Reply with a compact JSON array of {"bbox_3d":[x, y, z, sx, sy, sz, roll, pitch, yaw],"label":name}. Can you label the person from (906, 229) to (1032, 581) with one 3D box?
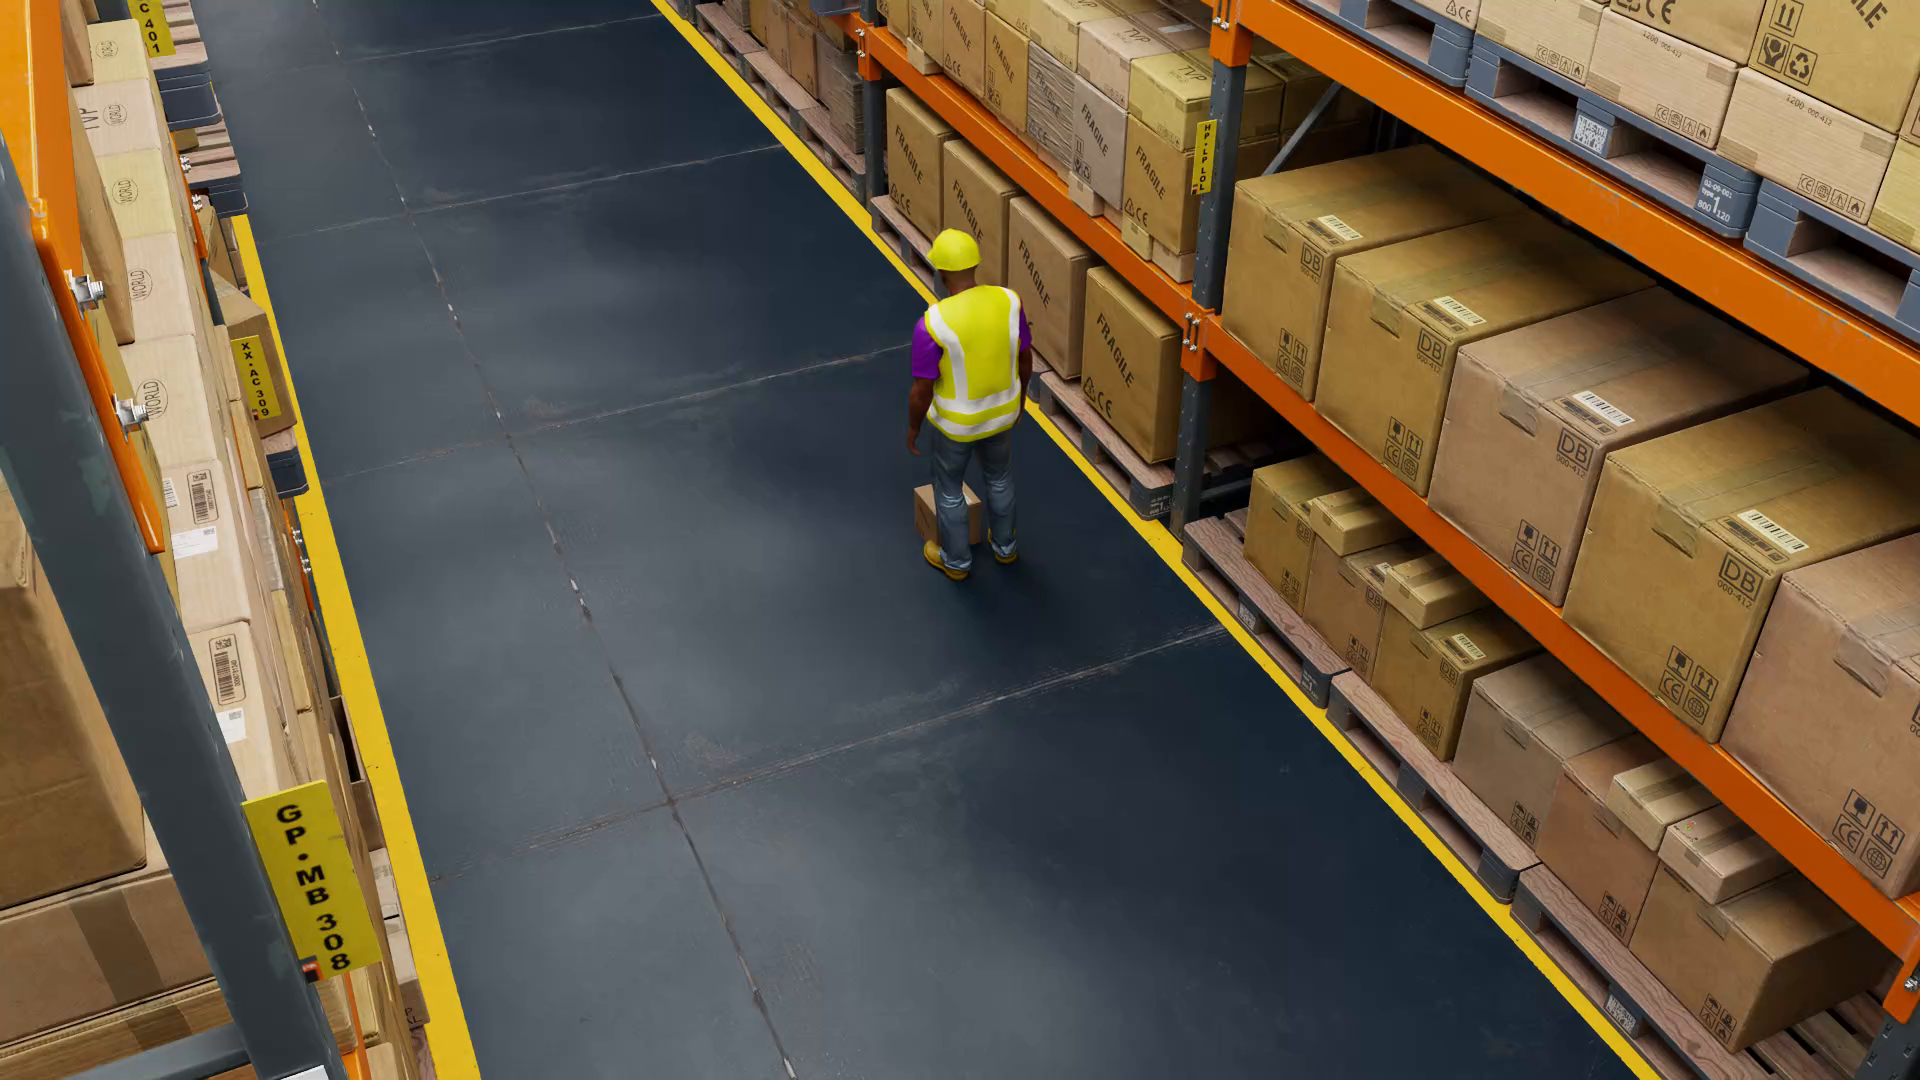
[{"bbox_3d":[0.035,-0.599,7.635,0.633,1.759,0.462,-18,41,-22],"label":"person"}]
